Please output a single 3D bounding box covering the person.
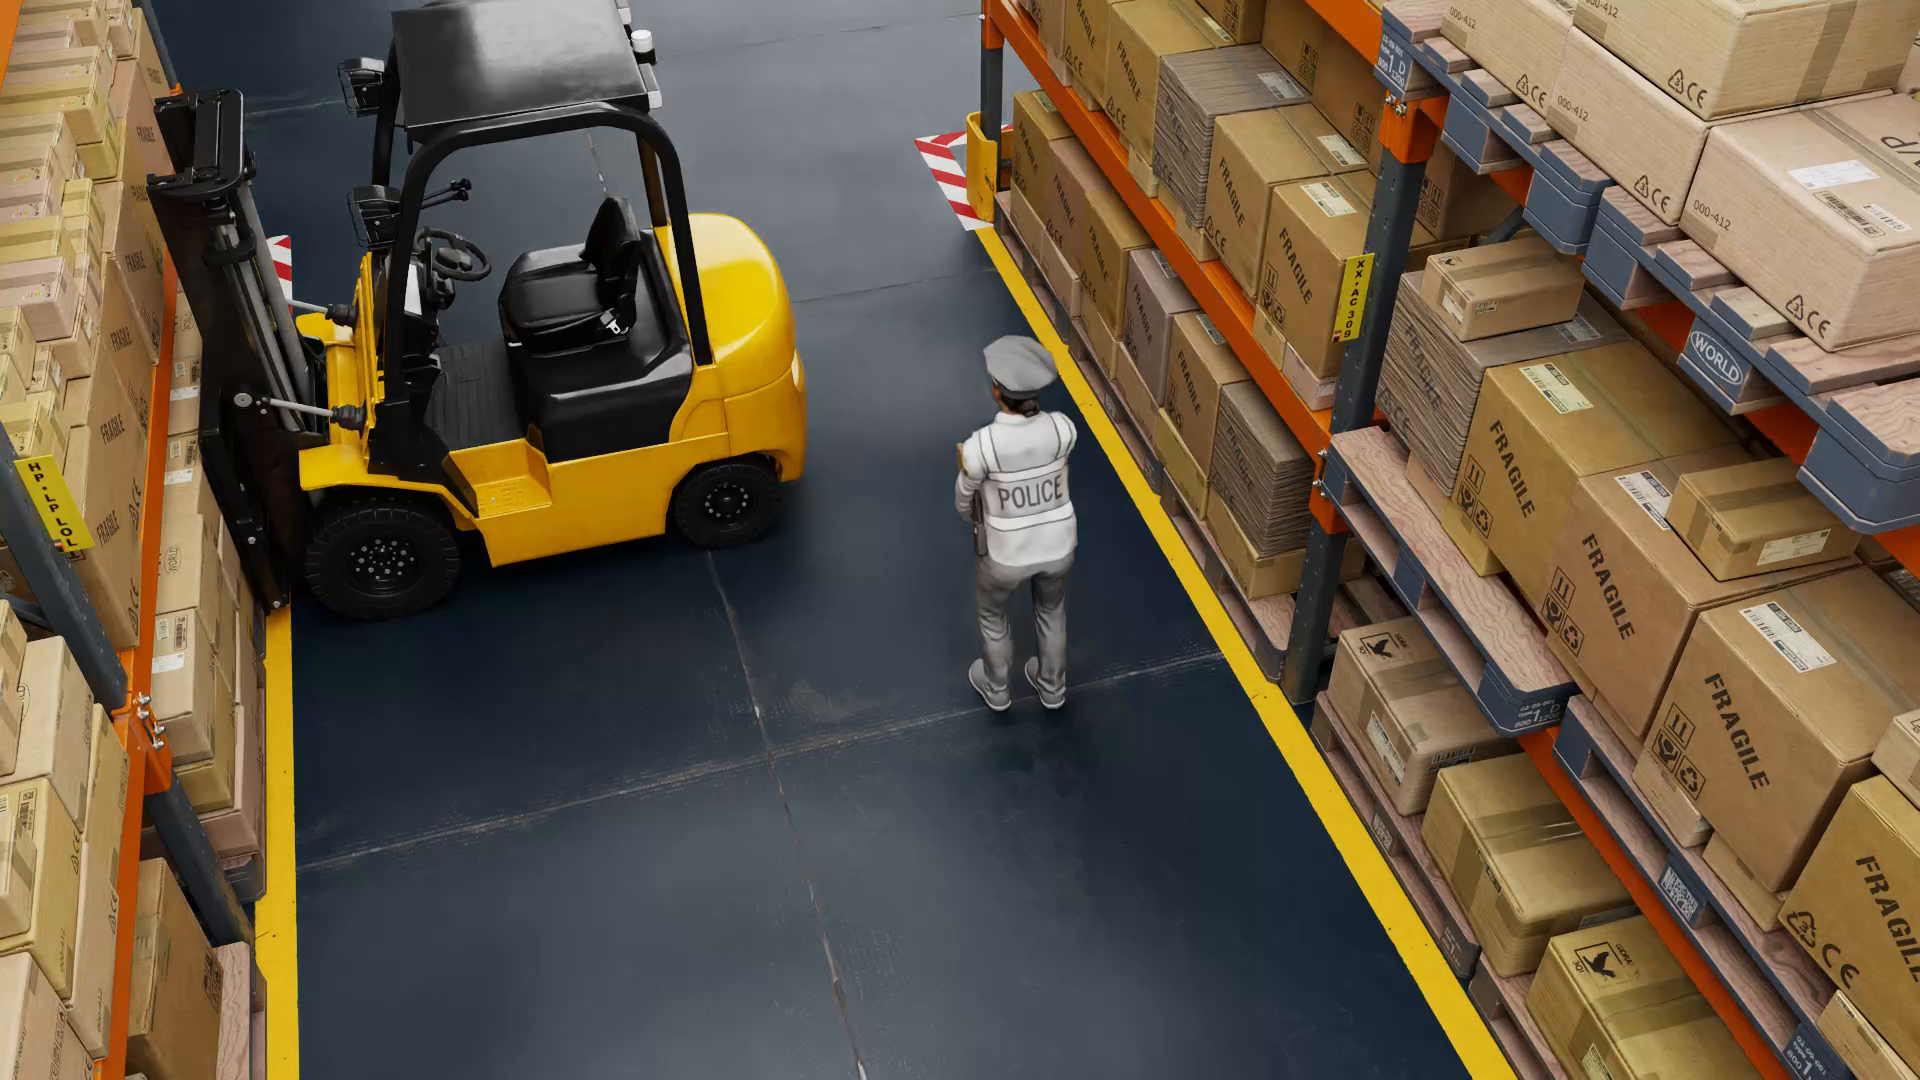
[{"bbox_3d":[0.198,-0.030,6.200,0.416,1.663,0.543,-13,44,-13],"label":"person"}]
